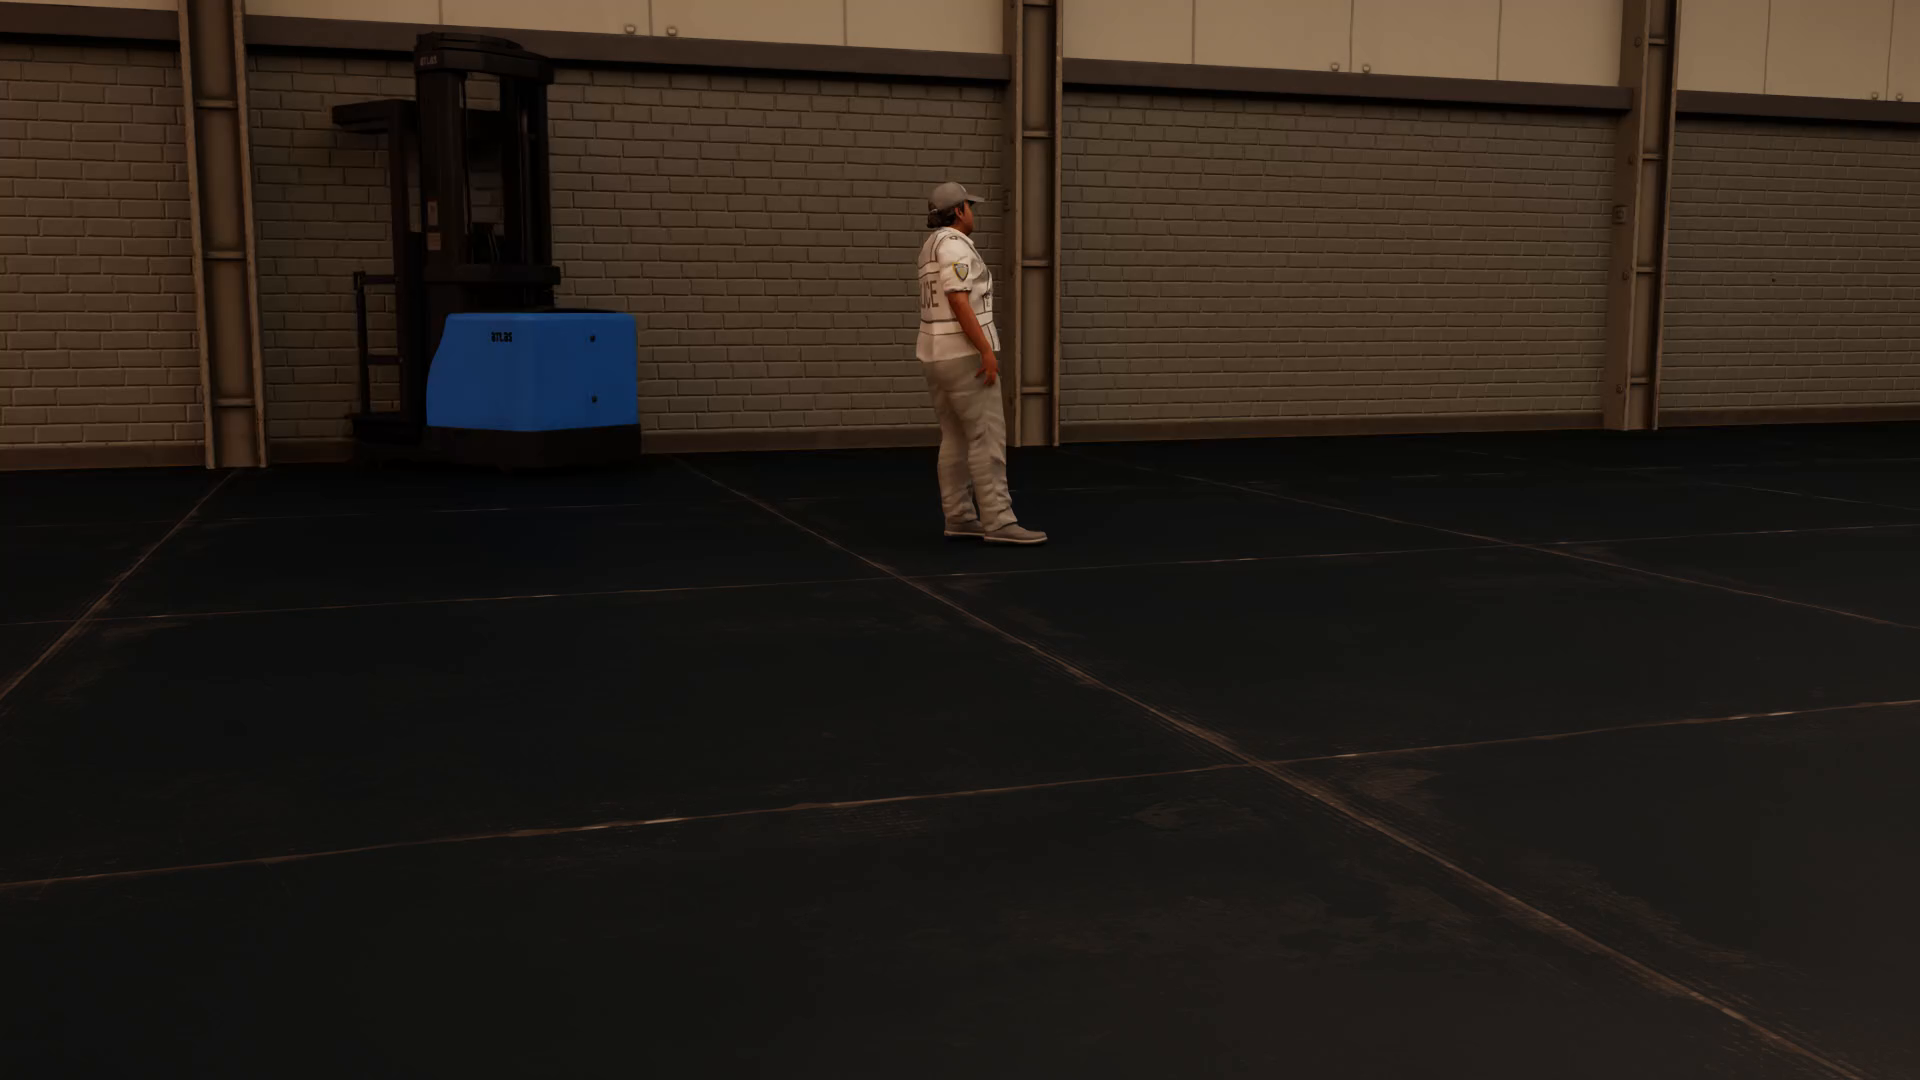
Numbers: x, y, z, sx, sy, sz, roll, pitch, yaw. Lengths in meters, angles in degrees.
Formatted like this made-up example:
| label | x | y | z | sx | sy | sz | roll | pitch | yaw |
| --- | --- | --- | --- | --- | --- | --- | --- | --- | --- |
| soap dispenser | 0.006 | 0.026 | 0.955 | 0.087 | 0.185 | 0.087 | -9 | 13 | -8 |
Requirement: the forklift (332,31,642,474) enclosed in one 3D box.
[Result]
| label | x | y | z | sx | sy | sz | roll | pitch | yaw |
| --- | --- | --- | --- | --- | --- | --- | --- | --- | --- |
| forklift | -3.700 | -2.016 | 11.874 | 3.031 | 2.935 | 1.130 | 6 | 10 | 36 |

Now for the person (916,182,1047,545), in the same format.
| label | x | y | z | sx | sy | sz | roll | pitch | yaw |
| --- | --- | --- | --- | --- | --- | --- | --- | --- | --- |
| person | 0.080 | -0.833 | 7.813 | 0.529 | 1.670 | 0.598 | -3 | 8 | -18 |
